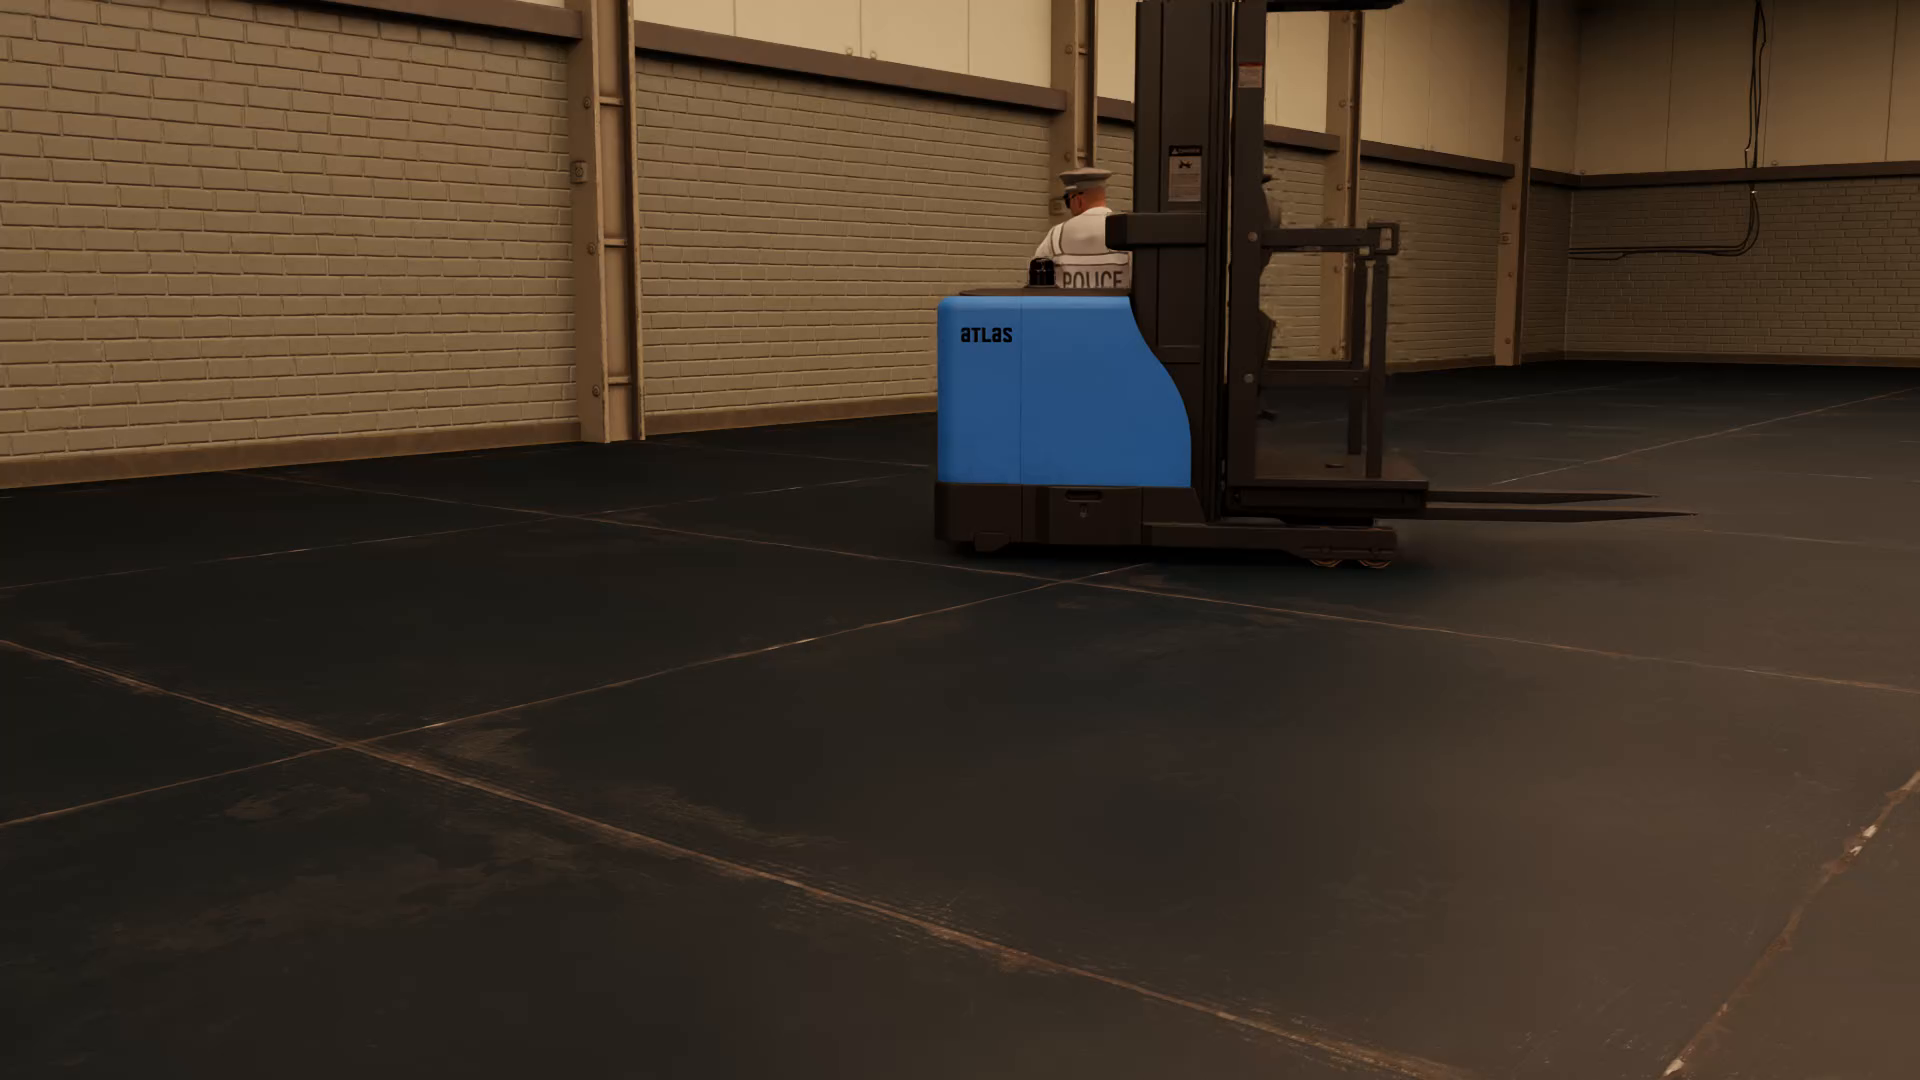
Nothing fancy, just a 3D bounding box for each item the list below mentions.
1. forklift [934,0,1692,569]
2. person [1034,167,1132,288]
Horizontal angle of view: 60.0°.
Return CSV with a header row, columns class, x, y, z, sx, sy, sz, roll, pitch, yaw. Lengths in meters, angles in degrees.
class,x,y,z,sx,sy,sz,roll,pitch,yaw
forklift,1.456,-1.417,6.967,3.031,2.935,1.130,1,8,9
person,0.729,-0.941,8.183,0.747,1.737,0.945,1,8,9
